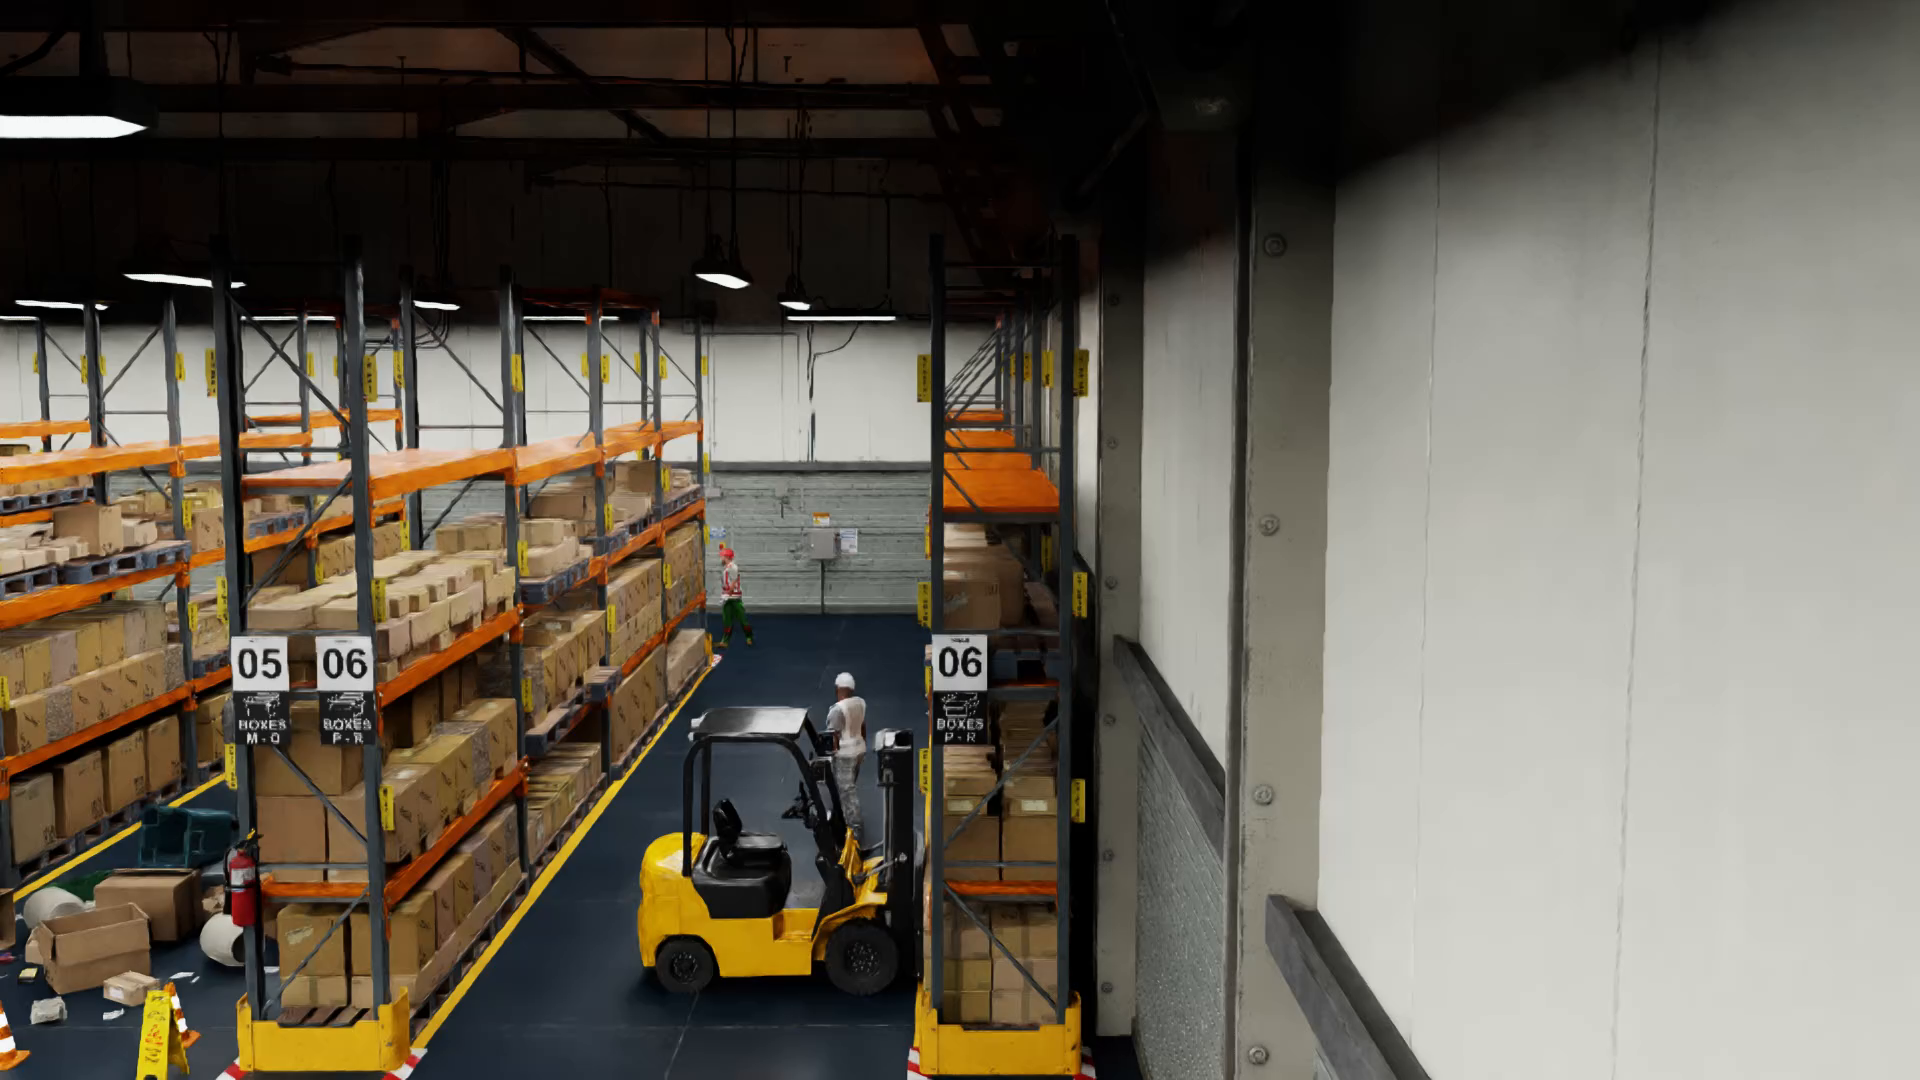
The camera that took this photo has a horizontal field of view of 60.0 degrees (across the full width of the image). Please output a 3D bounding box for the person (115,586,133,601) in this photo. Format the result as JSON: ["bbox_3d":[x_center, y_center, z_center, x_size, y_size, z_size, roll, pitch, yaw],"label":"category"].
[{"bbox_3d":[-14.620,1.121,29.044,0.582,1.659,0.596,-6,9,-44],"label":"person"}]

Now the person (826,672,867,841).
[{"bbox_3d":[-1.245,2.297,17.872,0.588,1.782,0.677,3,7,24],"label":"person"}]

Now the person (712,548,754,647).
[{"bbox_3d":[-4.042,1.023,29.582,0.714,1.785,0.555,-4,7,-30],"label":"person"}]

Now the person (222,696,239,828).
[{"bbox_3d":[-7.899,2.275,18.341,0.499,1.724,0.578,4,7,30],"label":"person"}]
